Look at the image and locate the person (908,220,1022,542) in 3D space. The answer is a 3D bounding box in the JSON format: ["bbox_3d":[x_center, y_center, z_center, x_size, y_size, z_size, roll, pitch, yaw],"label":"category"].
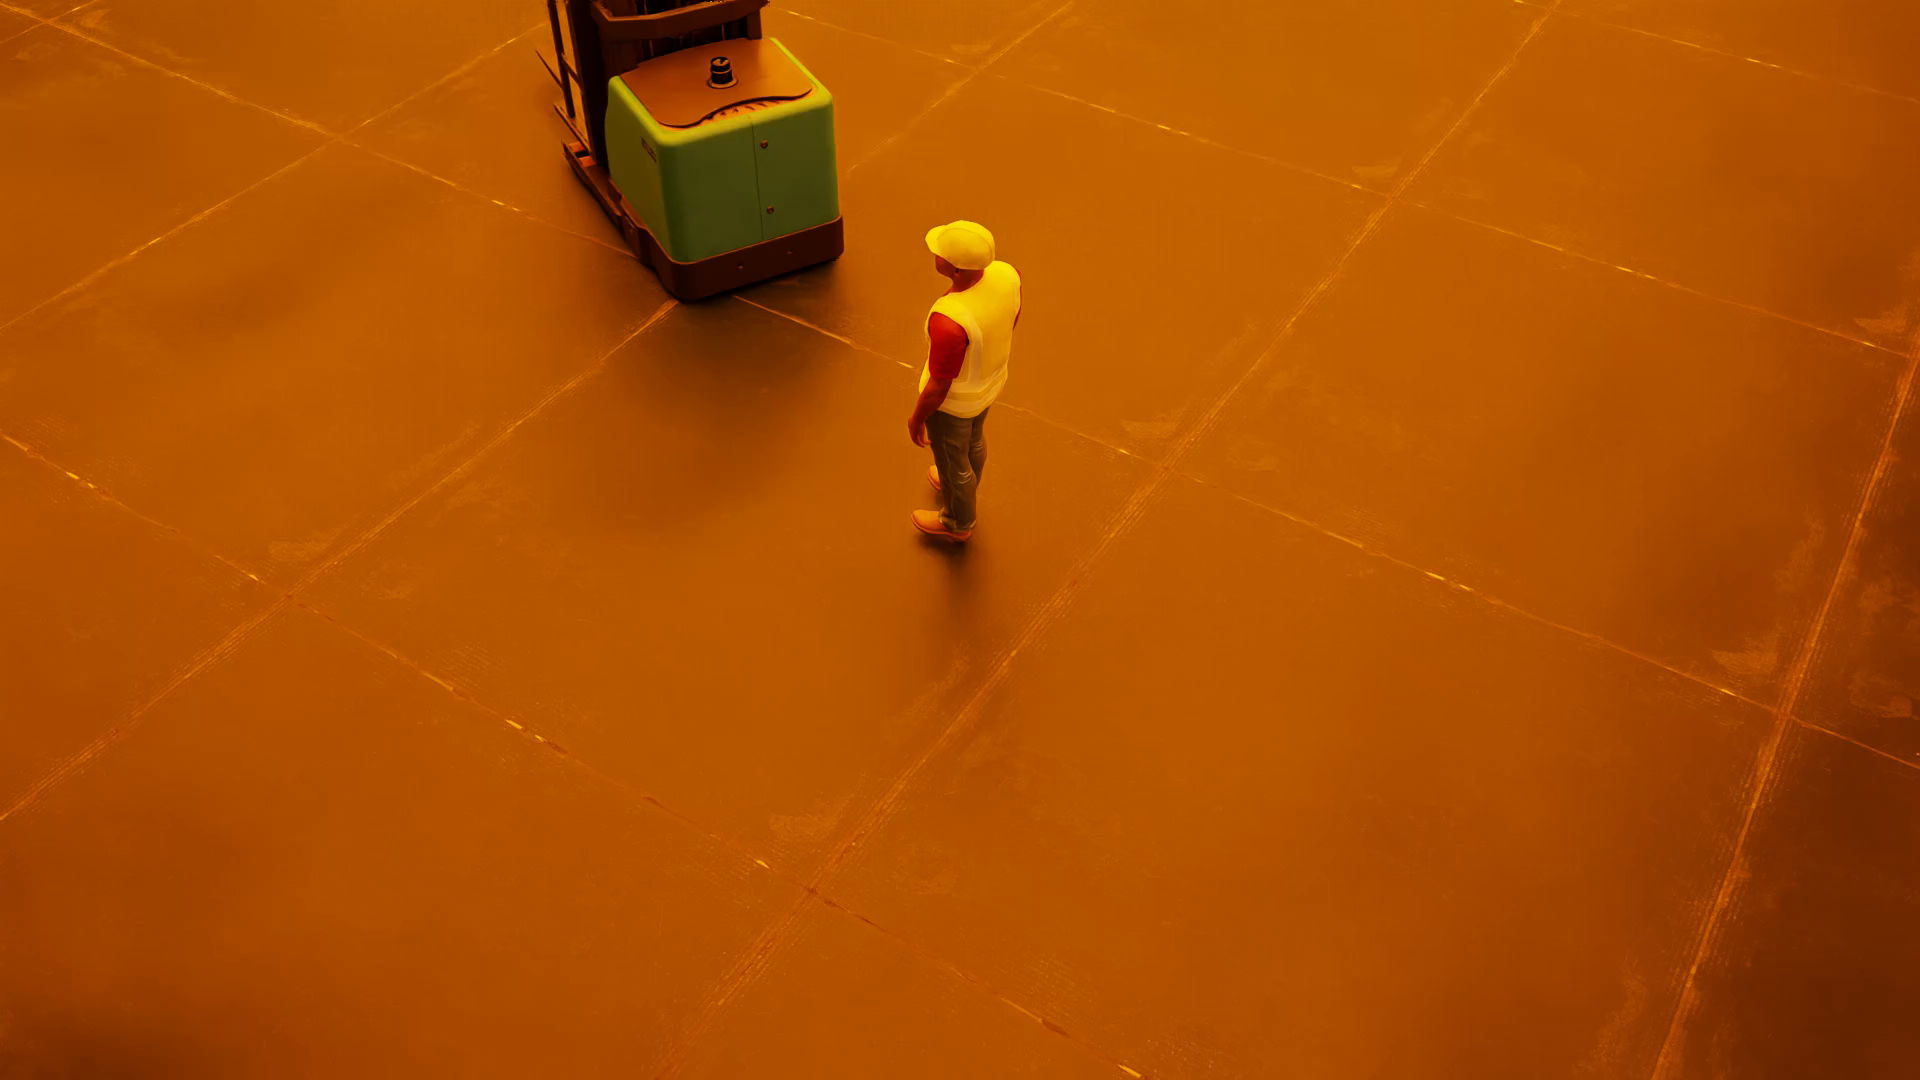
[{"bbox_3d":[-0.056,-0.705,7.369,0.575,1.767,0.665,24,48,23],"label":"person"}]

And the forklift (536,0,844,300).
[{"bbox_3d":[-1.822,-3.411,9.446,1.130,2.935,3.031,-21,47,-20],"label":"forklift"}]
